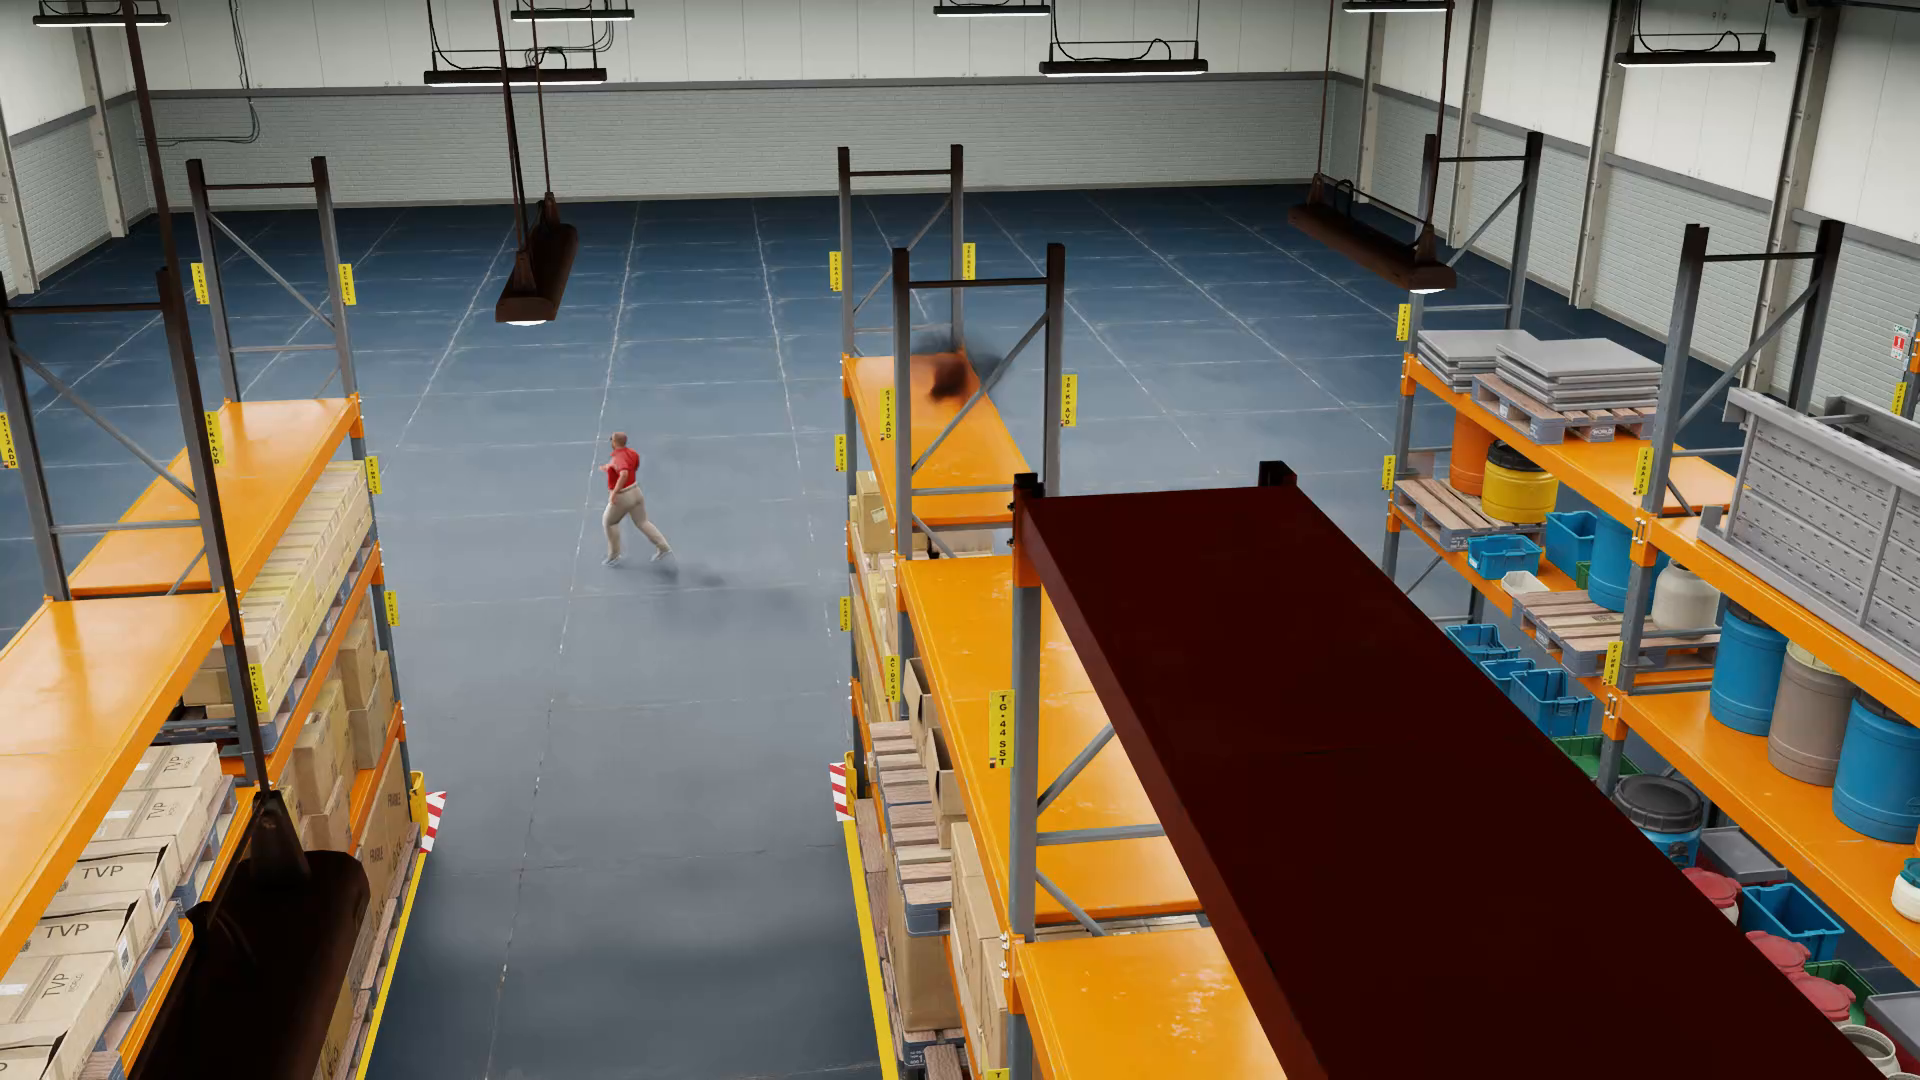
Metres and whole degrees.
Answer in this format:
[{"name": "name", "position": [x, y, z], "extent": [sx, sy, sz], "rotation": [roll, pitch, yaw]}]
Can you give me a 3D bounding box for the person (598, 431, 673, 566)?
[{"name": "person", "position": [-4.074, -0.465, 20.506], "extent": [0.930, 1.784, 0.672], "rotation": [10, 24, 23]}]
